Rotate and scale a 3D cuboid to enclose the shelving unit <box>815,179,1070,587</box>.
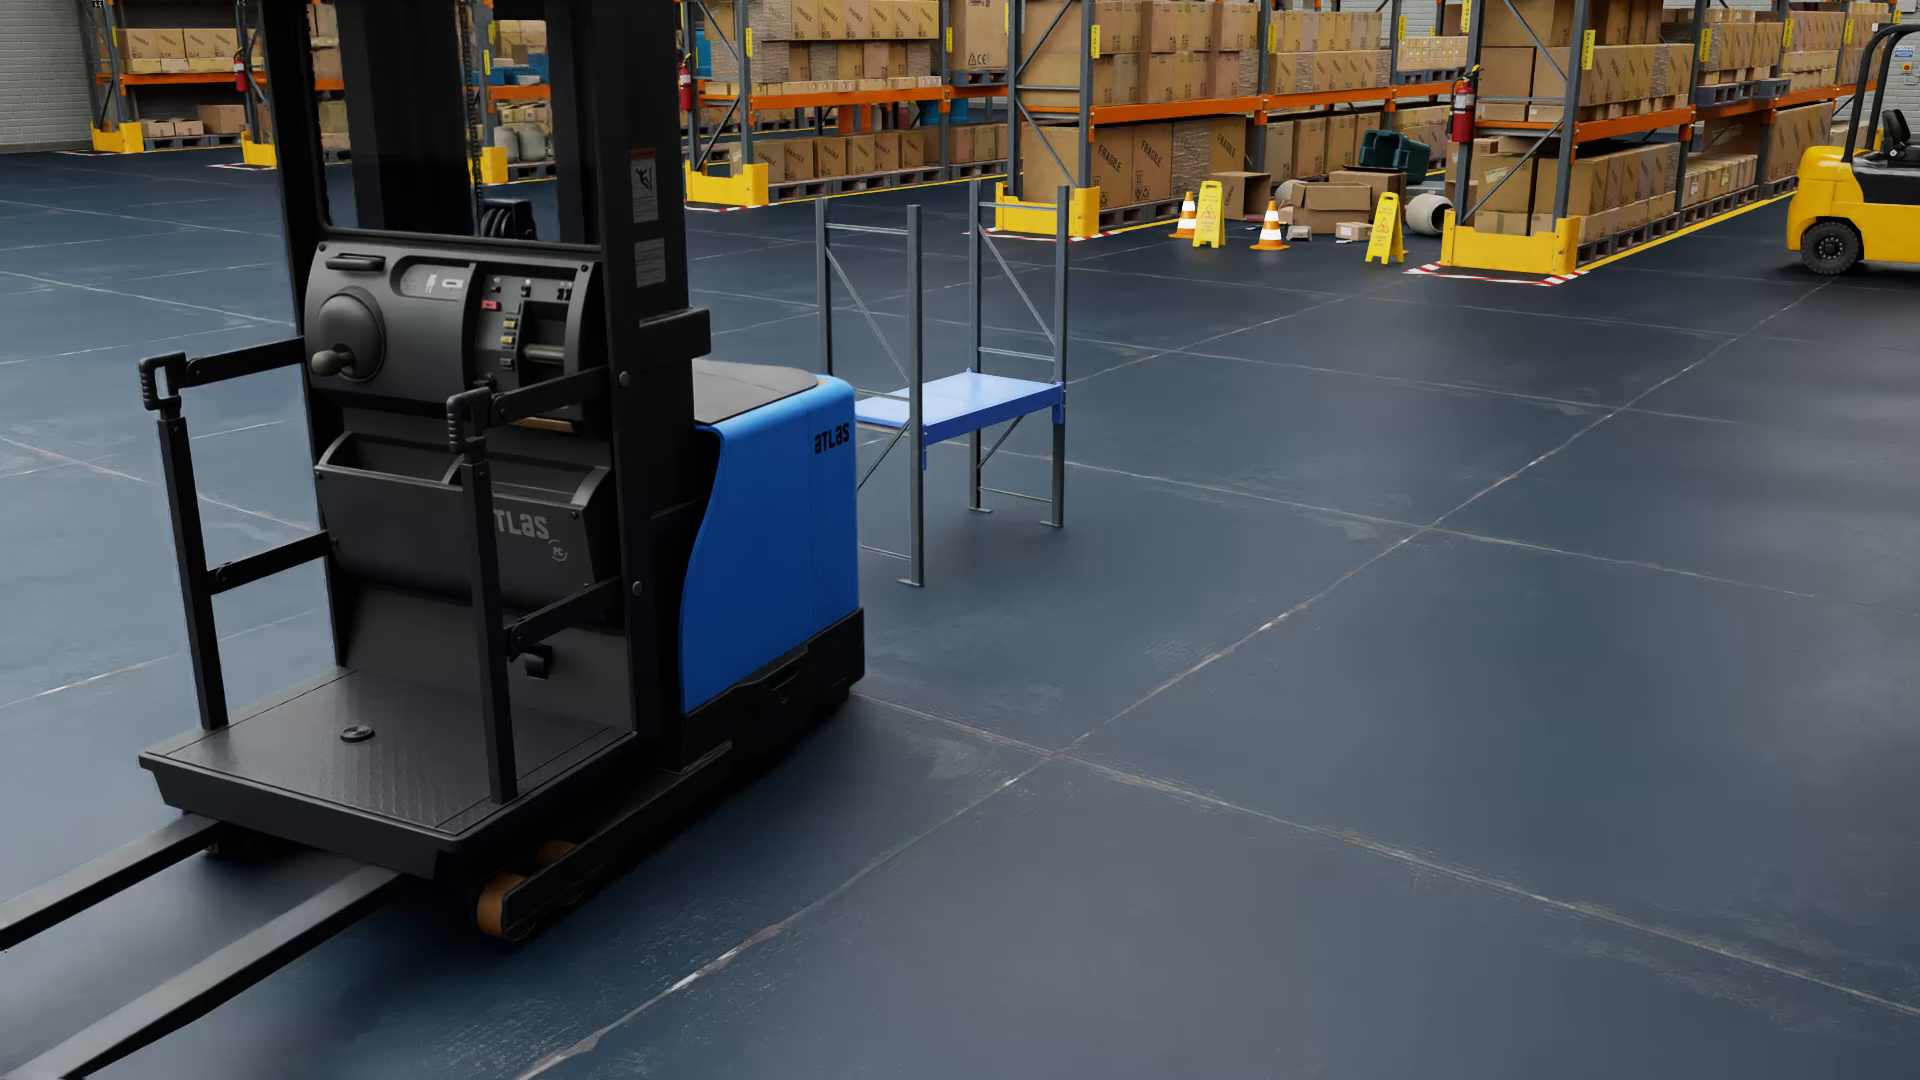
[{"bbox_3d":[-0.051,-0.696,6.956,0.538,1.500,1.048,12,21,35],"label":"shelving unit"}]

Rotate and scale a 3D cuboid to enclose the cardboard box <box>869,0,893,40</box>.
[{"bbox_3d":[-1.234,-6.894,22.029,0.500,0.500,0.500,12,21,35],"label":"cardboard box"}]

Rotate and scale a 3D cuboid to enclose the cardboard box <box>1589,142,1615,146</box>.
[{"bbox_3d":[6.489,-3.892,17.384,0.500,0.500,0.500,13,22,37],"label":"cardboard box"}]

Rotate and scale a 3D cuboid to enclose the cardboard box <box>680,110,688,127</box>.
[{"bbox_3d":[-5.661,-8.399,32.705,0.500,0.500,0.500,14,22,37],"label":"cardboard box"}]

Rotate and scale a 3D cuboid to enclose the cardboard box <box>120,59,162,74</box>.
[{"bbox_3d":[-14.364,-8.292,29.106,0.500,0.250,0.500,12,21,33],"label":"cardboard box"}]

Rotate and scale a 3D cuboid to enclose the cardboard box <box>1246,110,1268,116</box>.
[{"bbox_3d":[5.169,-8.069,31.045,0.875,0.875,0.875,12,21,35],"label":"cardboard box"}]

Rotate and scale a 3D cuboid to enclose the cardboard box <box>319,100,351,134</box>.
[{"bbox_3d":[-10.134,-6.873,26.981,0.500,0.500,0.500,12,21,35],"label":"cardboard box"}]

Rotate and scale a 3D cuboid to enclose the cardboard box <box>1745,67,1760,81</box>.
[{"bbox_3d":[9.219,-5.512,19.651,0.380,0.149,0.250,13,21,36],"label":"cardboard box"}]

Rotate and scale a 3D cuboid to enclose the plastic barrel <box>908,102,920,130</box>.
[{"bbox_3d":[-0.971,-8.000,31.433,0.421,0.512,0.421,0,17,0],"label":"plastic barrel"}]

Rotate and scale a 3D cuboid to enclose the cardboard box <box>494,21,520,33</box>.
[{"bbox_3d":[-9.648,-10.826,35.079,0.500,0.250,0.500,13,22,36],"label":"cardboard box"}]

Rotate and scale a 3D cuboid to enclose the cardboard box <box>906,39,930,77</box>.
[{"bbox_3d":[-0.910,-6.714,23.136,0.875,0.500,0.500,12,21,35],"label":"cardboard box"}]

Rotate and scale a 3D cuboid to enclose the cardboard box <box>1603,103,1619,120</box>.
[{"bbox_3d":[5.903,-4.005,15.506,0.380,0.149,0.250,13,21,36],"label":"cardboard box"}]

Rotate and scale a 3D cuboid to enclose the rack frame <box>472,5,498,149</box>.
[{"bbox_3d":[-8.545,-8.372,29.145,1.000,3.000,0.127,12,21,35],"label":"rack frame"}]

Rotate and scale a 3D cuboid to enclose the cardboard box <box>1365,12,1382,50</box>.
[{"bbox_3d":[5.439,-7.093,23.171,0.700,0.500,0.500,12,21,34],"label":"cardboard box"}]

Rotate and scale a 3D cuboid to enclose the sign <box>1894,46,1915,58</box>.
[{"bbox_3d":[17.856,-9.227,31.442,0.327,0.218,0.001,12,21,35],"label":"sign"}]

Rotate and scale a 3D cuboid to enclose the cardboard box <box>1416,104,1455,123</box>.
[{"bbox_3d":[7.237,-6.520,25.423,0.500,0.250,0.500,11,21,32],"label":"cardboard box"}]

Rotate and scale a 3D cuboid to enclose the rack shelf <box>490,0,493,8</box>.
[{"bbox_3d":[-8.951,-11.764,36.225,1.077,0.370,4.000,12,21,35],"label":"rack shelf"}]

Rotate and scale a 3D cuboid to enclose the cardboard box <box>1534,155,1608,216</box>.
[{"bbox_3d":[5.700,-3.311,15.512,0.500,0.500,0.500,12,21,33],"label":"cardboard box"}]

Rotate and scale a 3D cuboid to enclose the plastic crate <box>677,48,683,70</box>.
[{"bbox_3d":[-4.527,-7.696,26.860,0.402,0.464,0.583,12,21,35],"label":"plastic crate"}]

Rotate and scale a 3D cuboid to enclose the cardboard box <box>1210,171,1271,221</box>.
[{"bbox_3d":[3.231,-3.976,19.201,0.500,0.500,0.500,-16,23,-41],"label":"cardboard box"}]

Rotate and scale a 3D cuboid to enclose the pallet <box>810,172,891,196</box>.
[{"bbox_3d":[-1.690,-4.831,22.444,1.003,0.211,1.213,12,21,35],"label":"pallet"}]

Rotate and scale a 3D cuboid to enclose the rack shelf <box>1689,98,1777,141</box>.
[{"bbox_3d":[8.559,-5.002,19.507,1.077,0.370,4.000,12,21,35],"label":"rack shelf"}]

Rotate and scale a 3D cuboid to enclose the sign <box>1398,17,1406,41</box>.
[{"bbox_3d":[6.162,-7.128,23.188,0.100,0.325,0.005,12,21,35],"label":"sign"}]

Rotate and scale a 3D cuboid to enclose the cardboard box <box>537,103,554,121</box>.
[{"bbox_3d":[-7.489,-7.823,30.361,0.500,0.311,0.500,12,21,33],"label":"cardboard box"}]

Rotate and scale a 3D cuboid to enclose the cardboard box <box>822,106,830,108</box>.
[{"bbox_3d":[-3.220,-9.568,36.788,0.500,0.311,0.500,12,21,35],"label":"cardboard box"}]

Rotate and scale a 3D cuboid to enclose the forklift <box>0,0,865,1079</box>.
[{"bbox_3d":[-1.424,-0.565,4.120,1.130,2.935,3.031,8,19,25],"label":"forklift"}]

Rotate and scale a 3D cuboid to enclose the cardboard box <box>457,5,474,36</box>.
[{"bbox_3d":[-8.805,-8.932,28.594,0.700,0.500,0.500,13,21,35],"label":"cardboard box"}]

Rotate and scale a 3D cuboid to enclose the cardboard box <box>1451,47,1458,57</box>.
[{"bbox_3d":[7.398,-7.469,25.452,0.380,0.149,0.250,11,20,32],"label":"cardboard box"}]

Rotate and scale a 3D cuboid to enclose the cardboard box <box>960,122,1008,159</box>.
[{"bbox_3d":[0.424,-6.023,25.054,0.700,0.500,0.500,10,20,30],"label":"cardboard box"}]

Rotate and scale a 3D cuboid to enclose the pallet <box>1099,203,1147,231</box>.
[{"bbox_3d":[1.362,-3.640,18.609,1.003,0.211,1.213,12,21,35],"label":"pallet"}]

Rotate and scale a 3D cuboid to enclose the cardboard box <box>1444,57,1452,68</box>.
[{"bbox_3d":[7.247,-7.266,25.298,0.380,0.149,0.250,14,22,37],"label":"cardboard box"}]

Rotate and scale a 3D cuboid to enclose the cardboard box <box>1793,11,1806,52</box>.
[{"bbox_3d":[10.528,-6.541,21.396,0.500,0.500,0.500,13,21,35],"label":"cardboard box"}]

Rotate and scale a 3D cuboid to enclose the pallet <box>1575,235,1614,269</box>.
[{"bbox_3d":[5.541,-2.790,15.873,1.003,0.211,1.213,12,21,35],"label":"pallet"}]

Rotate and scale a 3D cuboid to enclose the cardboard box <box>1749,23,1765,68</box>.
[{"bbox_3d":[9.104,-5.810,19.515,0.500,0.500,0.500,11,20,31],"label":"cardboard box"}]

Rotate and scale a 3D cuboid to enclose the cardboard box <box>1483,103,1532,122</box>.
[{"bbox_3d":[5.035,-3.924,15.244,0.380,0.149,0.250,13,22,37],"label":"cardboard box"}]

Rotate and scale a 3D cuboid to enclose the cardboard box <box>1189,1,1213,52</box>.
[{"bbox_3d":[2.417,-5.970,19.336,0.875,0.550,0.550,12,21,35],"label":"cardboard box"}]

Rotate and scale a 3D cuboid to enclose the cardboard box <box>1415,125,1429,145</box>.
[{"bbox_3d":[6.638,-5.923,24.767,0.500,0.500,0.500,13,21,35],"label":"cardboard box"}]

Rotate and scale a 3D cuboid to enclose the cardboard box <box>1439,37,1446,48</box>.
[{"bbox_3d":[7.079,-7.485,25.002,0.380,0.149,0.250,12,21,34],"label":"cardboard box"}]

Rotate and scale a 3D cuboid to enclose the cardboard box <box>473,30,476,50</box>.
[{"bbox_3d":[-10.415,-10.343,34.583,0.700,0.500,0.500,10,20,28],"label":"cardboard box"}]

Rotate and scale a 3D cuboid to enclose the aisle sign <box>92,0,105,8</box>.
[{"bbox_3d":[-14.711,-9.465,28.282,0.394,0.787,0.004,12,21,35],"label":"aisle sign"}]

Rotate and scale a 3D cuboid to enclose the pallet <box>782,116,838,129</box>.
[{"bbox_3d":[-3.369,-9.109,36.221,1.003,0.211,1.213,12,21,35],"label":"pallet"}]

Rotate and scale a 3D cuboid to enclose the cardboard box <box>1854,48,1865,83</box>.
[{"bbox_3d":[13.228,-7.124,24.959,0.500,0.500,0.500,13,21,35],"label":"cardboard box"}]

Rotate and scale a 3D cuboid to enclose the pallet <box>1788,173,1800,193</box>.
[{"bbox_3d":[11.008,-4.954,22.841,1.003,0.211,1.213,12,21,35],"label":"pallet"}]

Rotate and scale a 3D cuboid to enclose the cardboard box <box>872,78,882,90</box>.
[{"bbox_3d":[-1.268,-6.108,22.280,0.380,0.149,0.250,12,21,35],"label":"cardboard box"}]

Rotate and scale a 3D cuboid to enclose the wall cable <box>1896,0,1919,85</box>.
[{"bbox_3d":[17.858,-9.575,31.253,0.585,1.953,0.123,12,21,35],"label":"wall cable"}]

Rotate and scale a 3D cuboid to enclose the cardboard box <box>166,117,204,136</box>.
[{"bbox_3d":[-14.085,-7.504,30.143,0.500,0.311,0.500,15,22,39],"label":"cardboard box"}]

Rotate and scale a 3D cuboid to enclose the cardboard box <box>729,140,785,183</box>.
[{"bbox_3d":[-2.590,-4.820,21.215,0.500,0.500,0.500,-15,23,-40],"label":"cardboard box"}]

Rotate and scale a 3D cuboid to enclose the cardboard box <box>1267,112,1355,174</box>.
[{"bbox_3d":[4.761,-5.461,22.856,1.050,0.750,0.750,13,21,36],"label":"cardboard box"}]

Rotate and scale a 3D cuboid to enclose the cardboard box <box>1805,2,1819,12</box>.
[{"bbox_3d":[12.306,-7.783,24.300,0.380,0.149,0.250,13,22,36],"label":"cardboard box"}]

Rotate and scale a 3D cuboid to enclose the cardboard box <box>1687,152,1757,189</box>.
[{"bbox_3d":[9.406,-4.635,20.834,0.950,0.372,0.625,11,20,31],"label":"cardboard box"}]

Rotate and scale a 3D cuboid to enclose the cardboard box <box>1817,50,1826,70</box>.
[{"bbox_3d":[11.471,-6.549,22.685,0.500,0.250,0.500,13,22,36],"label":"cardboard box"}]

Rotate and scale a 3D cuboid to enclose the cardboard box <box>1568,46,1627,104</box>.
[{"bbox_3d":[5.795,-4.294,15.344,0.500,0.500,0.500,13,22,36],"label":"cardboard box"}]

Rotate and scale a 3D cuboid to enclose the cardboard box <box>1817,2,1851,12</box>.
[{"bbox_3d":[12.530,-7.639,23.837,0.380,0.149,0.250,12,21,34],"label":"cardboard box"}]

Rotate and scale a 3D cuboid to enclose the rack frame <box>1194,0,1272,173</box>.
[{"bbox_3d":[3.331,-5.720,20.605,1.000,3.000,0.127,12,21,35],"label":"rack frame"}]
